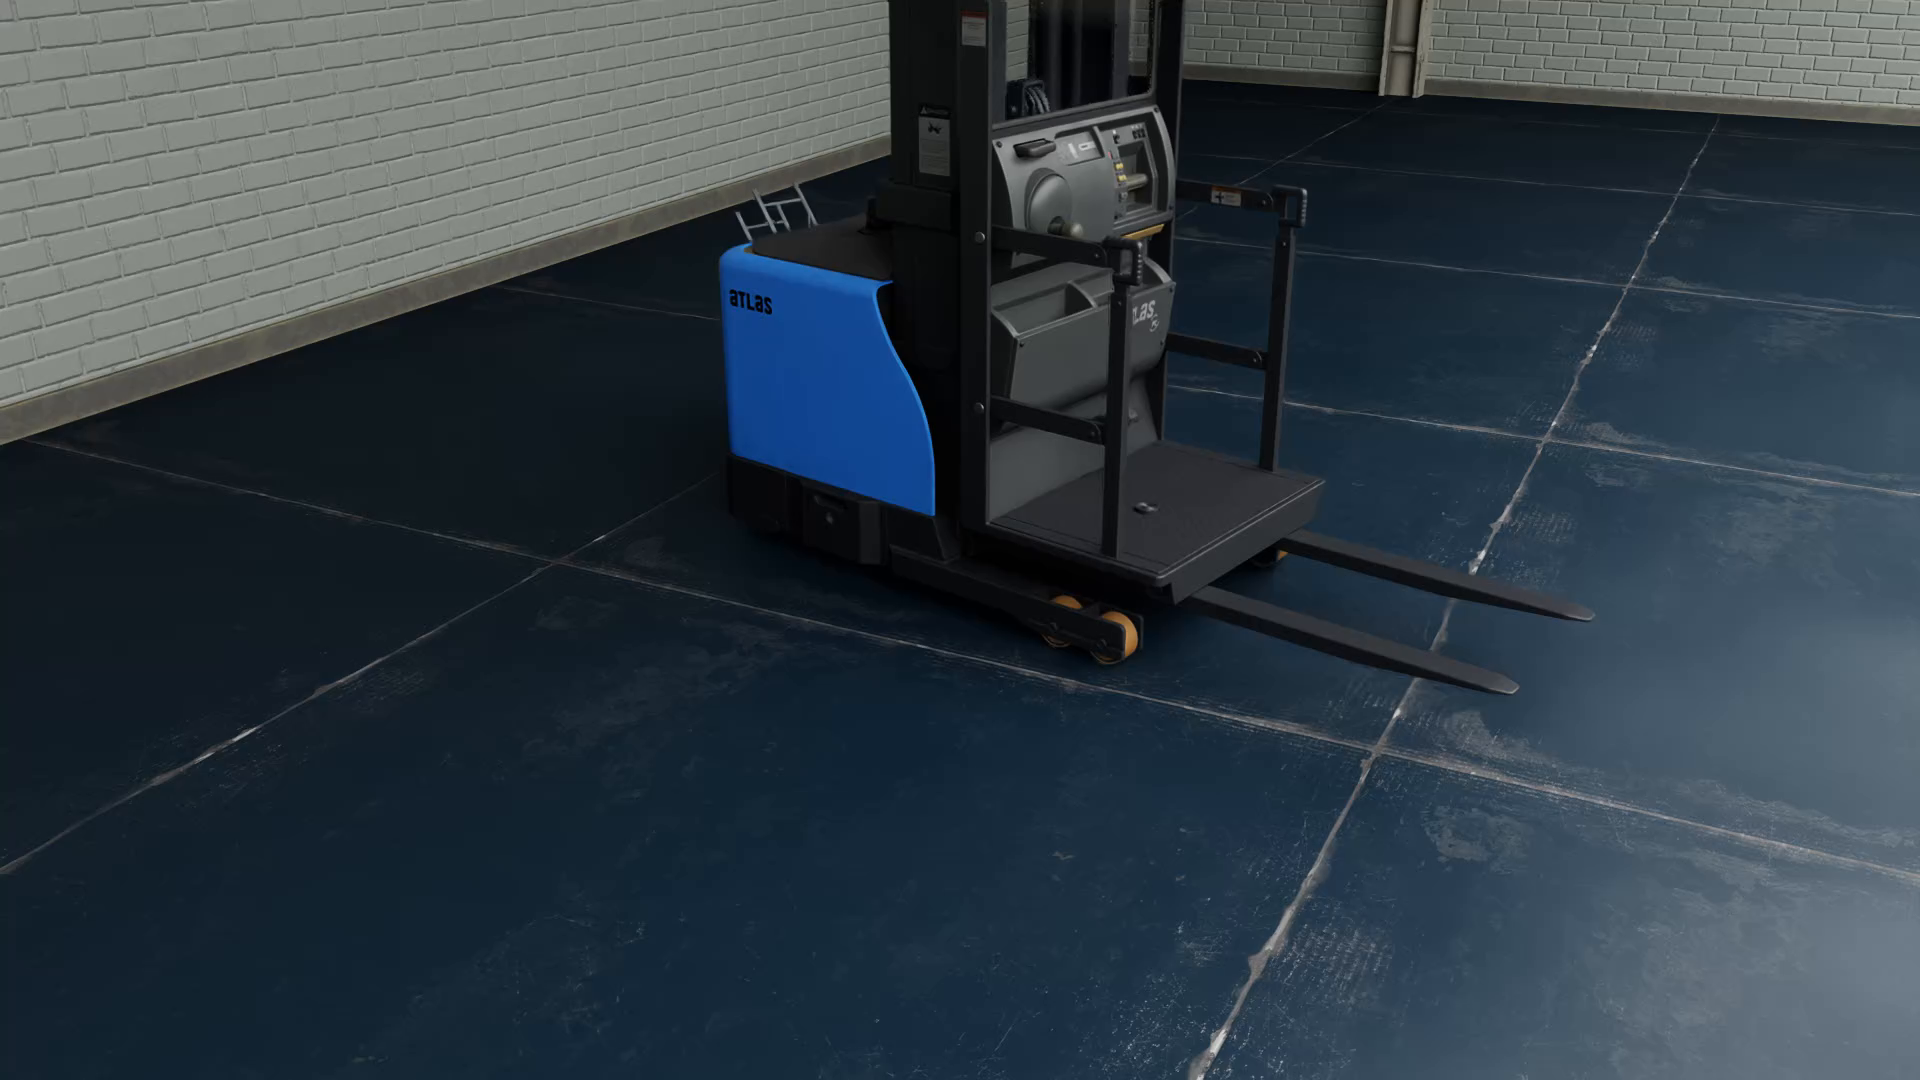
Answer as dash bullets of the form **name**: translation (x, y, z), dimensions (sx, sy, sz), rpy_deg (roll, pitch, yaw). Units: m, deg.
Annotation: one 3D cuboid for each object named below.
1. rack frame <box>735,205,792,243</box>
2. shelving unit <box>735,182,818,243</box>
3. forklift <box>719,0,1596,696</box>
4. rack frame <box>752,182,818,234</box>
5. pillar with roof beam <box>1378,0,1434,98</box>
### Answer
- **rack frame**: translation (-0.638, -0.940, 7.291), dimensions (0.240, 1.200, 0.006), rpy_deg (-19, -11, -38)
- **shelving unit**: translation (-0.592, -0.975, 7.220), dimensions (0.258, 1.200, 0.189), rpy_deg (-19, -11, -38)
- **forklift**: translation (0.580, -1.185, 5.292), dimensions (3.031, 2.935, 1.130), rpy_deg (18, 29, 35)
- **rack frame**: translation (-0.546, -1.010, 7.149), dimensions (0.240, 1.200, 0.006), rpy_deg (-19, -11, -38)
- **pillar with roof beam**: translation (2.536, -7.161, 11.590), dimensions (0.400, 9.000, 9.100), rpy_deg (11, 25, 25)
